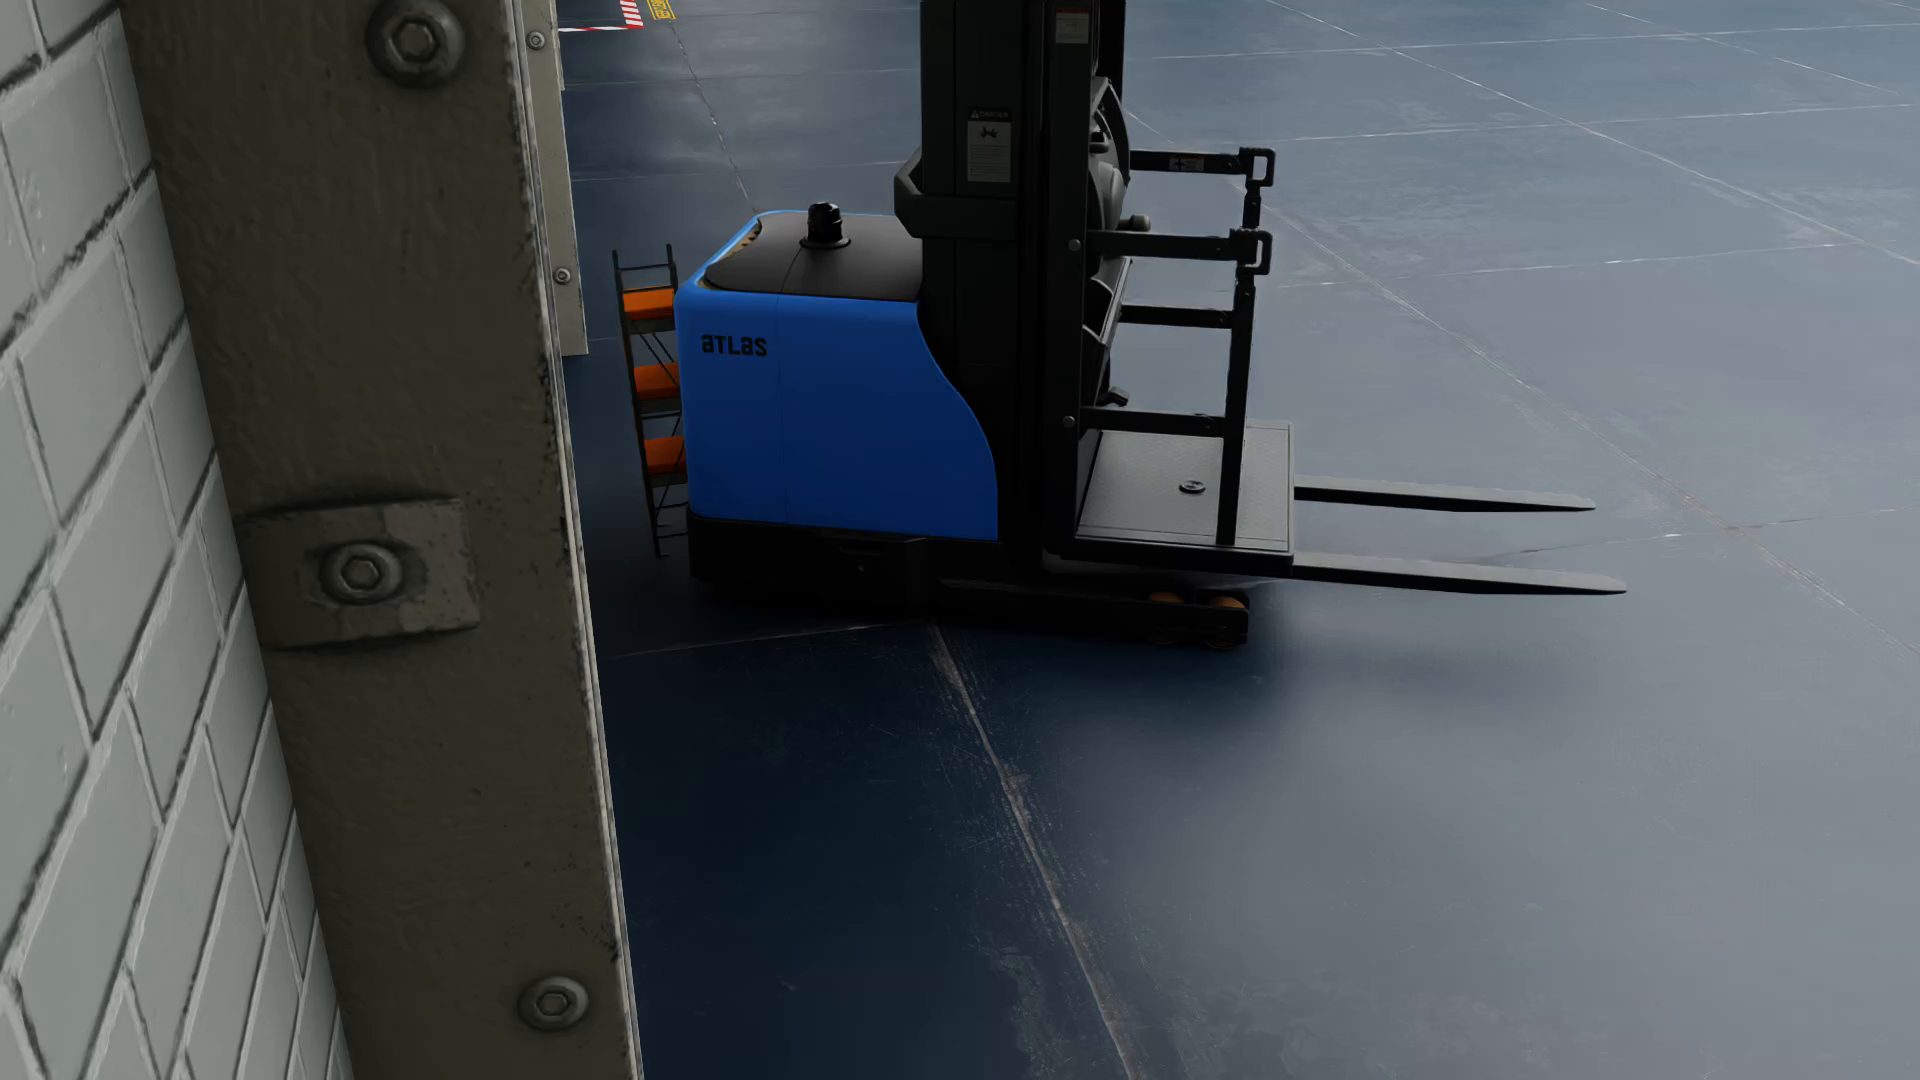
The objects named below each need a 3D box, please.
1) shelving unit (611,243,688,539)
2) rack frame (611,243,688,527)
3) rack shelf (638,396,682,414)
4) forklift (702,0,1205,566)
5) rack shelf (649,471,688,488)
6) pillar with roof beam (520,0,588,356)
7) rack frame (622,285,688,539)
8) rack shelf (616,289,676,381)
[{"bbox_3d":[-1.030,-0.475,5.770,0.215,1.050,0.249,-8,28,-10],"label":"shelving unit"},{"bbox_3d":[-1.056,-0.528,5.876,0.200,1.050,0.008,-8,28,-10],"label":"rack frame"},{"bbox_3d":[-1.032,-0.509,5.751,0.166,0.050,0.221,-8,28,-10],"label":"rack shelf"},{"bbox_3d":[11.489,-11.780,25.843,16.194,3.159,50.656,5,27,9],"label":"forklift"},{"bbox_3d":[-1.019,-0.263,5.879,0.166,0.050,0.221,-8,28,-10],"label":"rack shelf"},{"bbox_3d":[2.273,-5.390,6.697,9.100,9.000,0.400,-6,27,-12],"label":"pillar with roof beam"},{"bbox_3d":[-1.003,-0.421,5.663,0.190,0.915,0.003,-8,28,-10],"label":"rack frame"},{"bbox_3d":[-1.042,-0.717,5.644,0.215,0.259,0.240,-8,28,-10],"label":"rack shelf"}]
